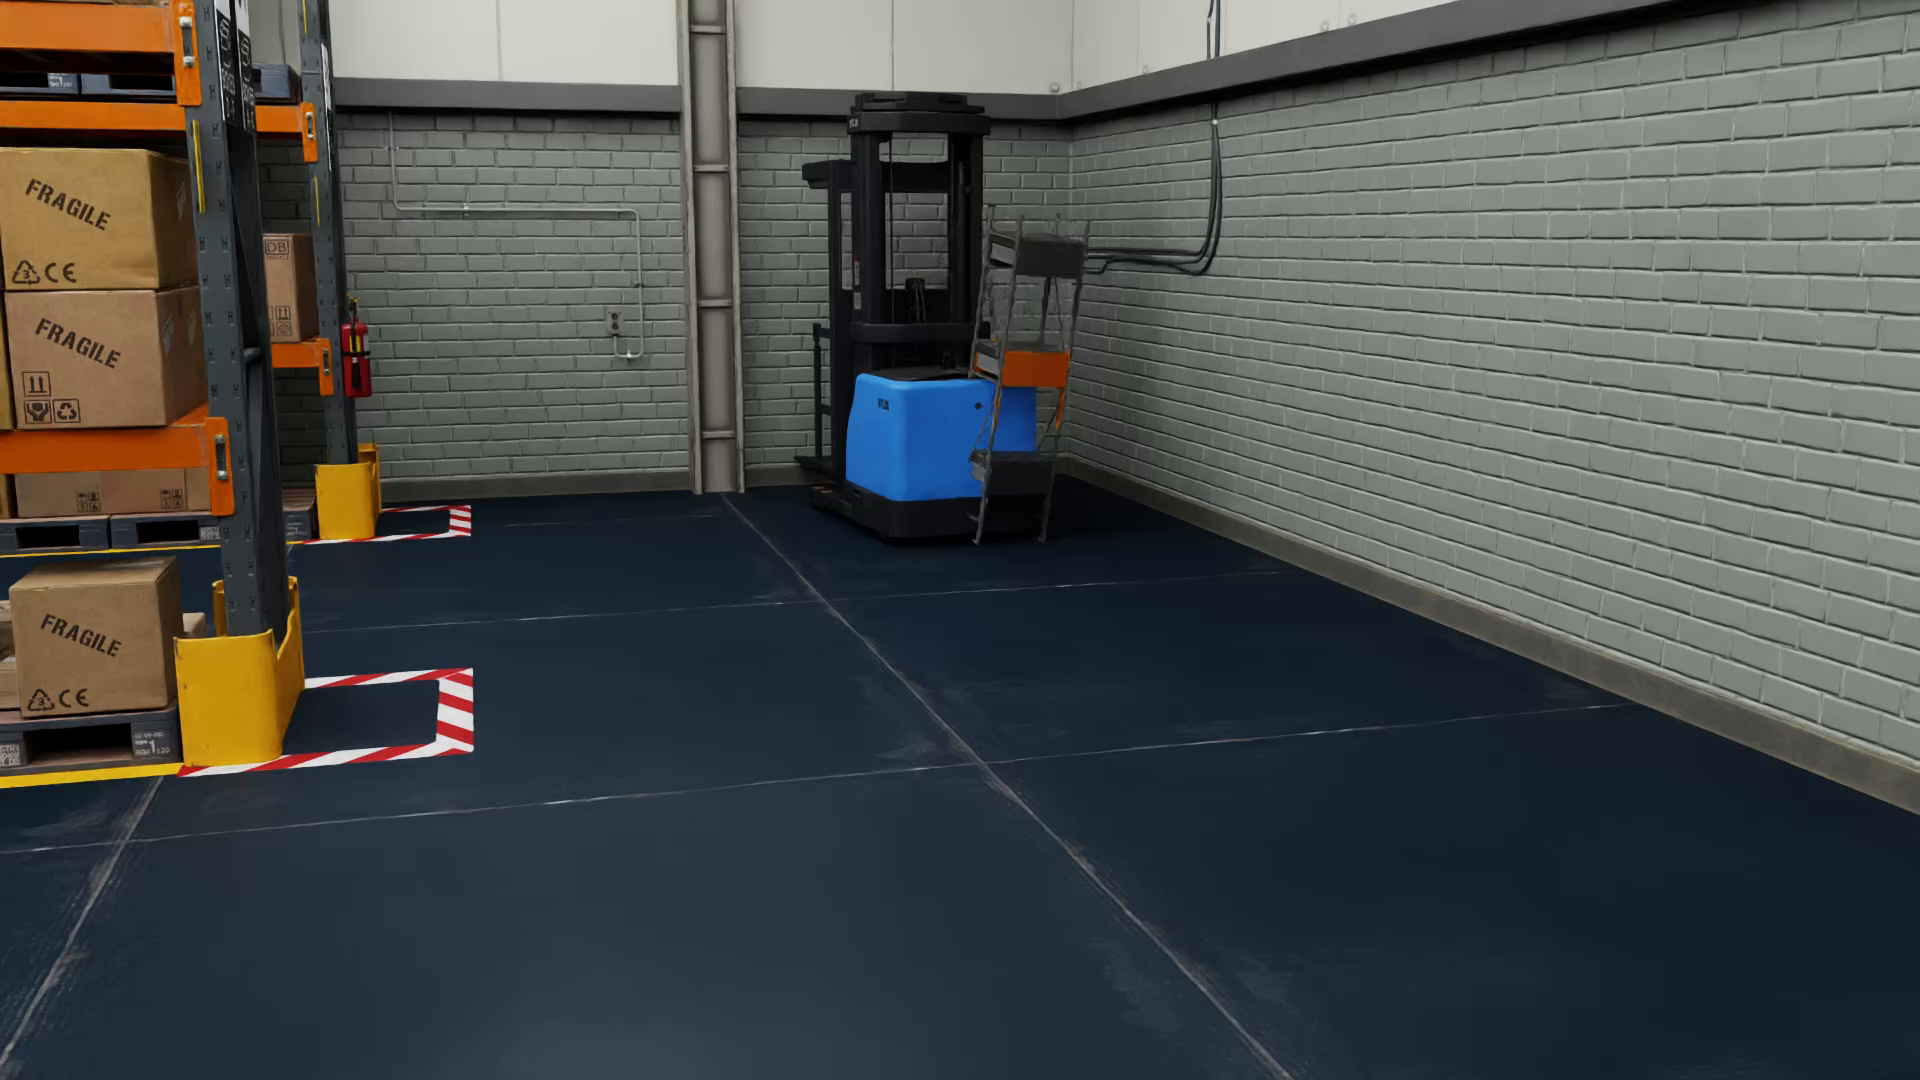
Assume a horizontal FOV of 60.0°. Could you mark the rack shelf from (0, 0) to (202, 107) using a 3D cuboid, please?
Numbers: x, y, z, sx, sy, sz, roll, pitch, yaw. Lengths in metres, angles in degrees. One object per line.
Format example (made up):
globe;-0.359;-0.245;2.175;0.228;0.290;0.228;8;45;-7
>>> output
rack shelf;-4.803;-1.739;5.910;4.000;0.370;1.077;-3;11;-16

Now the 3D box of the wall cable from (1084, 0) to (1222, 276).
wall cable;1.260;-3.227;12.299;0.112;2.526;3.097;-3;11;-16

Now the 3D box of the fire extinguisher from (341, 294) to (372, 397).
fire extinguisher;-3.997;-1.286;10.990;0.183;0.674;0.296;-3;11;-16

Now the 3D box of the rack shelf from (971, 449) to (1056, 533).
rack shelf;0.284;-0.357;10.884;0.480;0.518;0.431;-2;18;-29

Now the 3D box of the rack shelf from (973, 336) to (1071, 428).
rack shelf;0.371;-1.025;10.694;0.480;0.518;0.431;-2;18;-29

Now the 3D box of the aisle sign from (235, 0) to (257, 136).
aisle sign;-2.899;-2.052;6.727;0.004;0.787;0.394;-3;11;-16

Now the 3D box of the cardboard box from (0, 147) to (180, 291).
cardboard box;-3.233;-1.189;6.185;0.500;0.500;0.500;-3;11;-16

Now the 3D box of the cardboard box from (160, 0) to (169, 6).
cardboard box;-4.897;-3.521;10.511;0.500;0.500;0.500;-3;11;-16

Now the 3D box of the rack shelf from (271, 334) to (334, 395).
rack shelf;-6.191;-1.125;10.859;4.000;0.370;1.077;-3;11;-16

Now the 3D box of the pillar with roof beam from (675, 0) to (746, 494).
pillar with roof beam;-0.717;-4.069;8.294;0.400;9.000;9.100;-3;11;-16

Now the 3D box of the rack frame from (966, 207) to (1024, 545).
rack frame;0.159;-1.032;10.573;0.015;2.100;0.400;-2;18;-29

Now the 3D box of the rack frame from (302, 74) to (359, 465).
rack frame;-4.271;-1.580;11.343;0.127;3.000;1.000;-3;11;-16

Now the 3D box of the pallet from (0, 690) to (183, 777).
pallet;-3.721;0.697;6.678;1.213;0.211;1.003;-3;11;-16

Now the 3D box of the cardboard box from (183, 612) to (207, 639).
cardboard box;-3.381;0.428;7.094;0.250;0.149;0.380;-3;11;-16

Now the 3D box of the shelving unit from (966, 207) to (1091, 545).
shelving unit;0.372;-1.038;10.691;0.503;2.100;0.431;-2;18;-29

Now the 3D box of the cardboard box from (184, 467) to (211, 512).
cardboard box;-4.915;-0.504;11.245;0.500;0.500;0.700;-3;11;-16

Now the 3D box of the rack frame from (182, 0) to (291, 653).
rack frame;-2.882;-0.719;6.667;0.127;3.000;1.000;-3;11;-16

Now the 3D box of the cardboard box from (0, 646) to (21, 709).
cardboard box;-3.750;0.533;6.475;0.250;0.166;0.380;-3;11;-16

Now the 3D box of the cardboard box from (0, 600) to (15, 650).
cardboard box;-3.964;0.421;6.857;0.500;0.250;0.500;-3;11;-16

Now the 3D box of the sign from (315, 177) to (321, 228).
sign;-4.132;-2.171;10.701;0.005;0.325;0.100;-3;11;-16

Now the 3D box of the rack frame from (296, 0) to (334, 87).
rack frame;-4.271;-4.530;10.800;0.127;3.000;1.000;-3;11;-16

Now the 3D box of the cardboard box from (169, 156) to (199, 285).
cardboard box;-3.382;-1.283;6.694;0.500;0.500;0.500;-3;11;-14

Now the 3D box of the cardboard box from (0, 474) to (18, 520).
cardboard box;-6.388;-0.425;10.815;0.500;0.500;0.700;-3;11;-15

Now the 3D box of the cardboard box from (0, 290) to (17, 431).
cardboard box;-3.733;-0.671;6.132;0.500;0.500;0.500;-3;11;-15

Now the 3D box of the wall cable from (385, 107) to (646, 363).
wall cable;-3.306;-2.309;12.497;1.851;1.984;0.084;-3;11;-16

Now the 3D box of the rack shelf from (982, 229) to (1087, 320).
rack shelf;0.458;-1.693;10.504;0.480;0.518;0.431;-2;18;-29

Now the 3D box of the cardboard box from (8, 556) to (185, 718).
cardboard box;-3.336;0.364;6.471;0.500;0.500;0.500;-3;11;-16

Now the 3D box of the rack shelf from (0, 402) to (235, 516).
rack shelf;-4.803;-0.264;6.182;4.000;0.370;1.077;-3;11;-16

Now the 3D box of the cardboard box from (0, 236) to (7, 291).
cardboard box;-3.718;-1.164;6.045;0.500;0.500;0.500;-3;11;-14

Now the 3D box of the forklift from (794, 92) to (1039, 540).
forklift;-0.484;-1.666;12.003;1.130;2.935;3.031;-4;11;-21

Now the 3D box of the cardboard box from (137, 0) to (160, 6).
cardboard box;-3.447;-2.139;6.508;0.500;0.250;0.500;-3;11;-16

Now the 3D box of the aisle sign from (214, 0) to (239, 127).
aisle sign;-2.731;-1.948;6.161;0.004;0.787;0.394;-3;11;-16

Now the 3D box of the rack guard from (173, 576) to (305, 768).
rack guard;-2.955;0.514;6.872;0.348;0.500;1.175;-3;11;-16

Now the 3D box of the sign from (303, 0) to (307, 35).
sign;-4.132;-3.357;10.482;0.005;0.325;0.100;-3;11;-16

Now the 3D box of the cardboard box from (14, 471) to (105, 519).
cardboard box;-5.878;-0.453;10.968;0.500;0.500;0.700;-3;11;-18

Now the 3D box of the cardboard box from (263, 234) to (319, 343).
cardboard box;-4.757;-1.700;11.166;0.700;0.700;0.980;-3;11;-13

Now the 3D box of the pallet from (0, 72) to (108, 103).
pallet;-6.153;-2.910;10.527;1.213;0.211;1.003;-3;11;-16

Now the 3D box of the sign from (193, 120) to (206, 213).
sign;-2.747;-1.346;6.004;0.005;0.325;0.100;-3;11;-16

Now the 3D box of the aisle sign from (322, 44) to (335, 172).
aisle sign;-4.118;-2.810;10.844;0.004;0.787;0.394;-3;11;-16

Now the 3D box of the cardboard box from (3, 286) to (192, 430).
cardboard box;-3.236;-0.698;6.277;0.500;0.500;0.500;-3;11;-14

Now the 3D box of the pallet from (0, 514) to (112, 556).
pallet;-6.186;-0.093;10.970;1.213;0.211;1.003;-3;11;-16

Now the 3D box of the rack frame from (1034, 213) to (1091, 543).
rack frame;0.586;-1.044;10.809;0.015;2.100;0.400;-2;18;-29

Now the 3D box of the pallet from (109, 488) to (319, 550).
pallet;-5.016;-0.154;11.302;1.213;0.211;1.003;-3;11;-16

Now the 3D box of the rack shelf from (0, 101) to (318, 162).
rack shelf;-6.191;-2.600;10.587;4.000;0.370;1.077;-3;11;-16

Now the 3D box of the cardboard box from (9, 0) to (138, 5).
cardboard box;-3.302;-2.049;6.019;0.500;0.250;0.500;-3;11;-16

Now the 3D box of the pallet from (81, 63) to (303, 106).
pallet;-4.980;-2.972;10.866;1.213;0.211;1.003;-3;11;-16

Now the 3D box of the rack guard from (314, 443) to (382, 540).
rack guard;-4.248;-0.352;11.576;0.348;0.500;1.175;-3;11;-16

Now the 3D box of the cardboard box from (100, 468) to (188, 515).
cardboard box;-5.395;-0.479;11.107;0.500;0.500;0.700;-3;11;-16

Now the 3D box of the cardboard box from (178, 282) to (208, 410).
cardboard box;-3.382;-0.791;6.785;0.500;0.500;0.500;-3;11;-15
